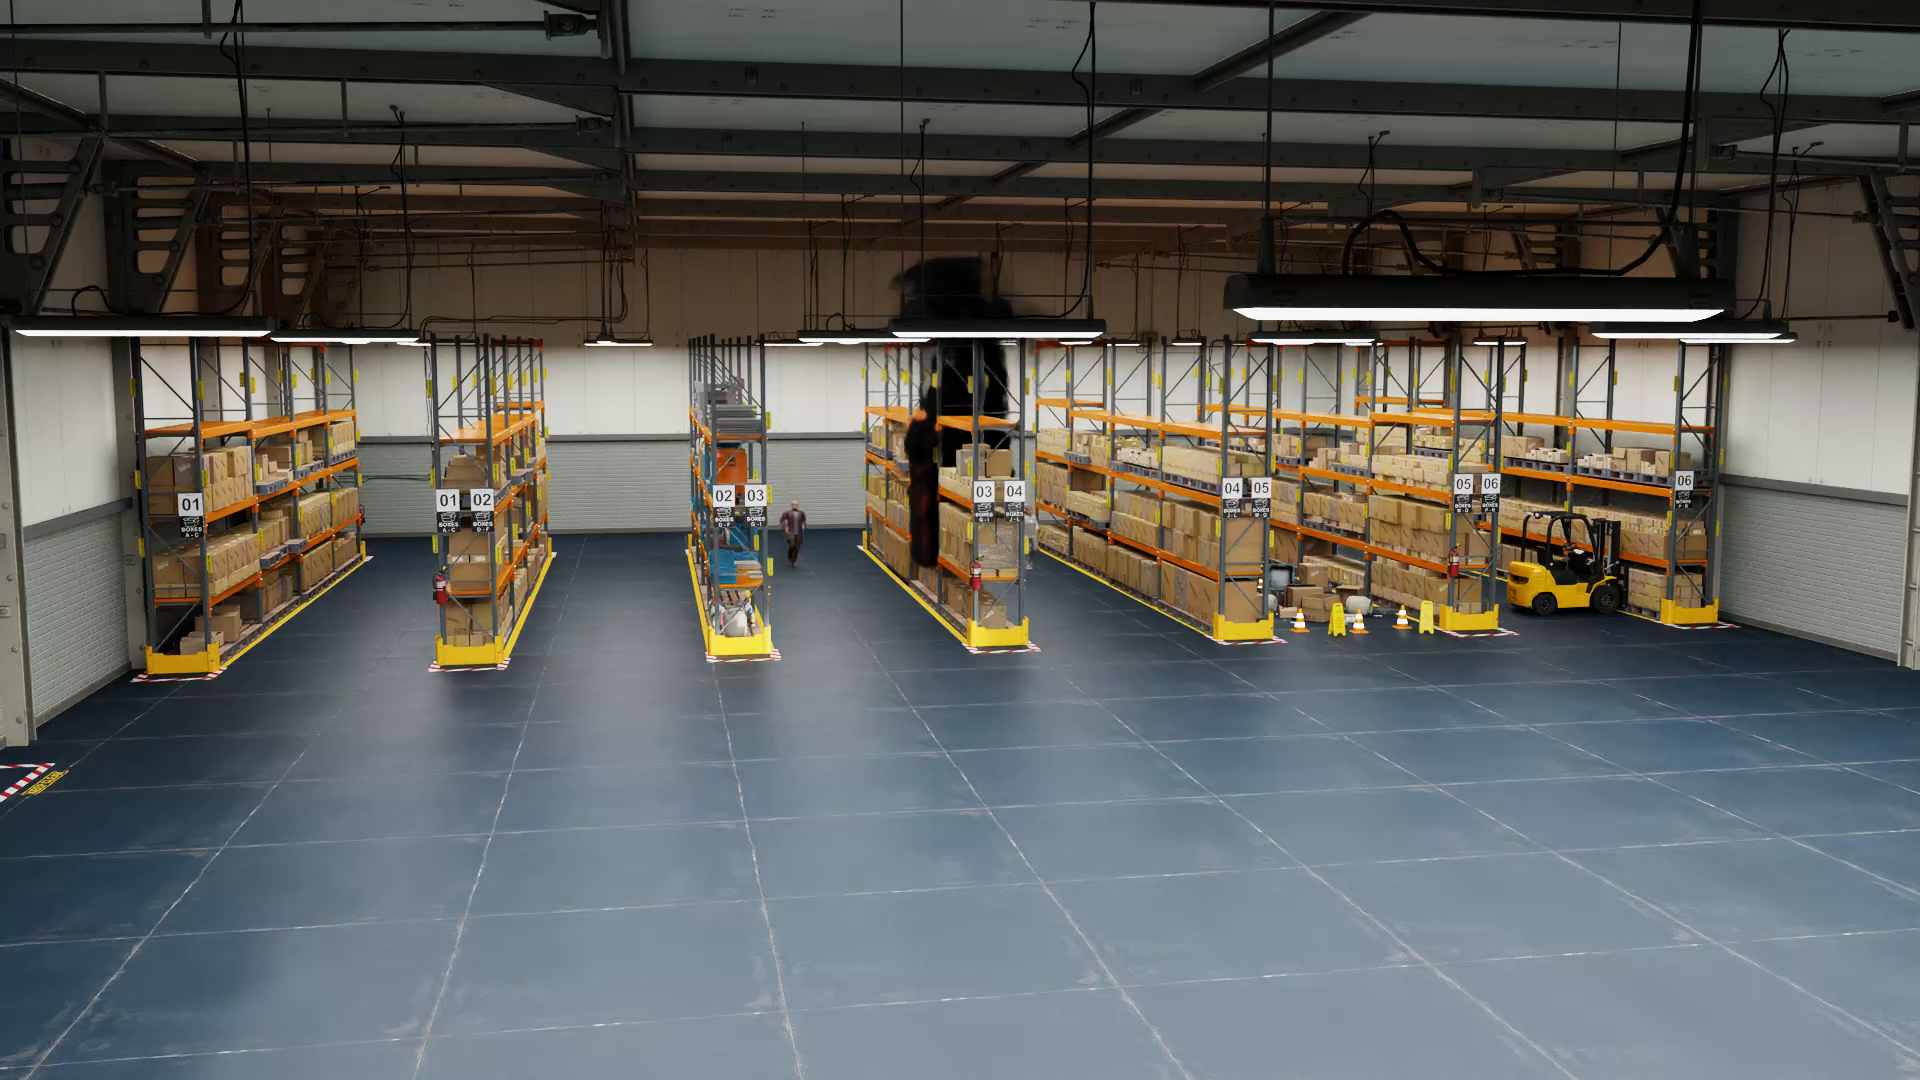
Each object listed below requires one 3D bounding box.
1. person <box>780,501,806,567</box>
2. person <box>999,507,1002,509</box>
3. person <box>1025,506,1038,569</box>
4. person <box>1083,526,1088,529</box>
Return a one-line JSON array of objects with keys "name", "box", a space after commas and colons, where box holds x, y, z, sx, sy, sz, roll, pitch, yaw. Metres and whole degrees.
[{"name": "person", "box": [-4.346, -0.155, 43.713, 0.679, 1.751, 0.695, -3, 7, -21]}, {"name": "person", "box": [0.924, -0.608, 48.342, 0.647, 1.632, 0.821, 2, 7, 18]}, {"name": "person", "box": [1.742, -0.049, 41.065, 0.524, 1.587, 0.543, -2, 7, -16]}, {"name": "person", "box": [4.005, -0.861, 50.268, 0.770, 1.762, 0.550, -1, 7, -6]}]
